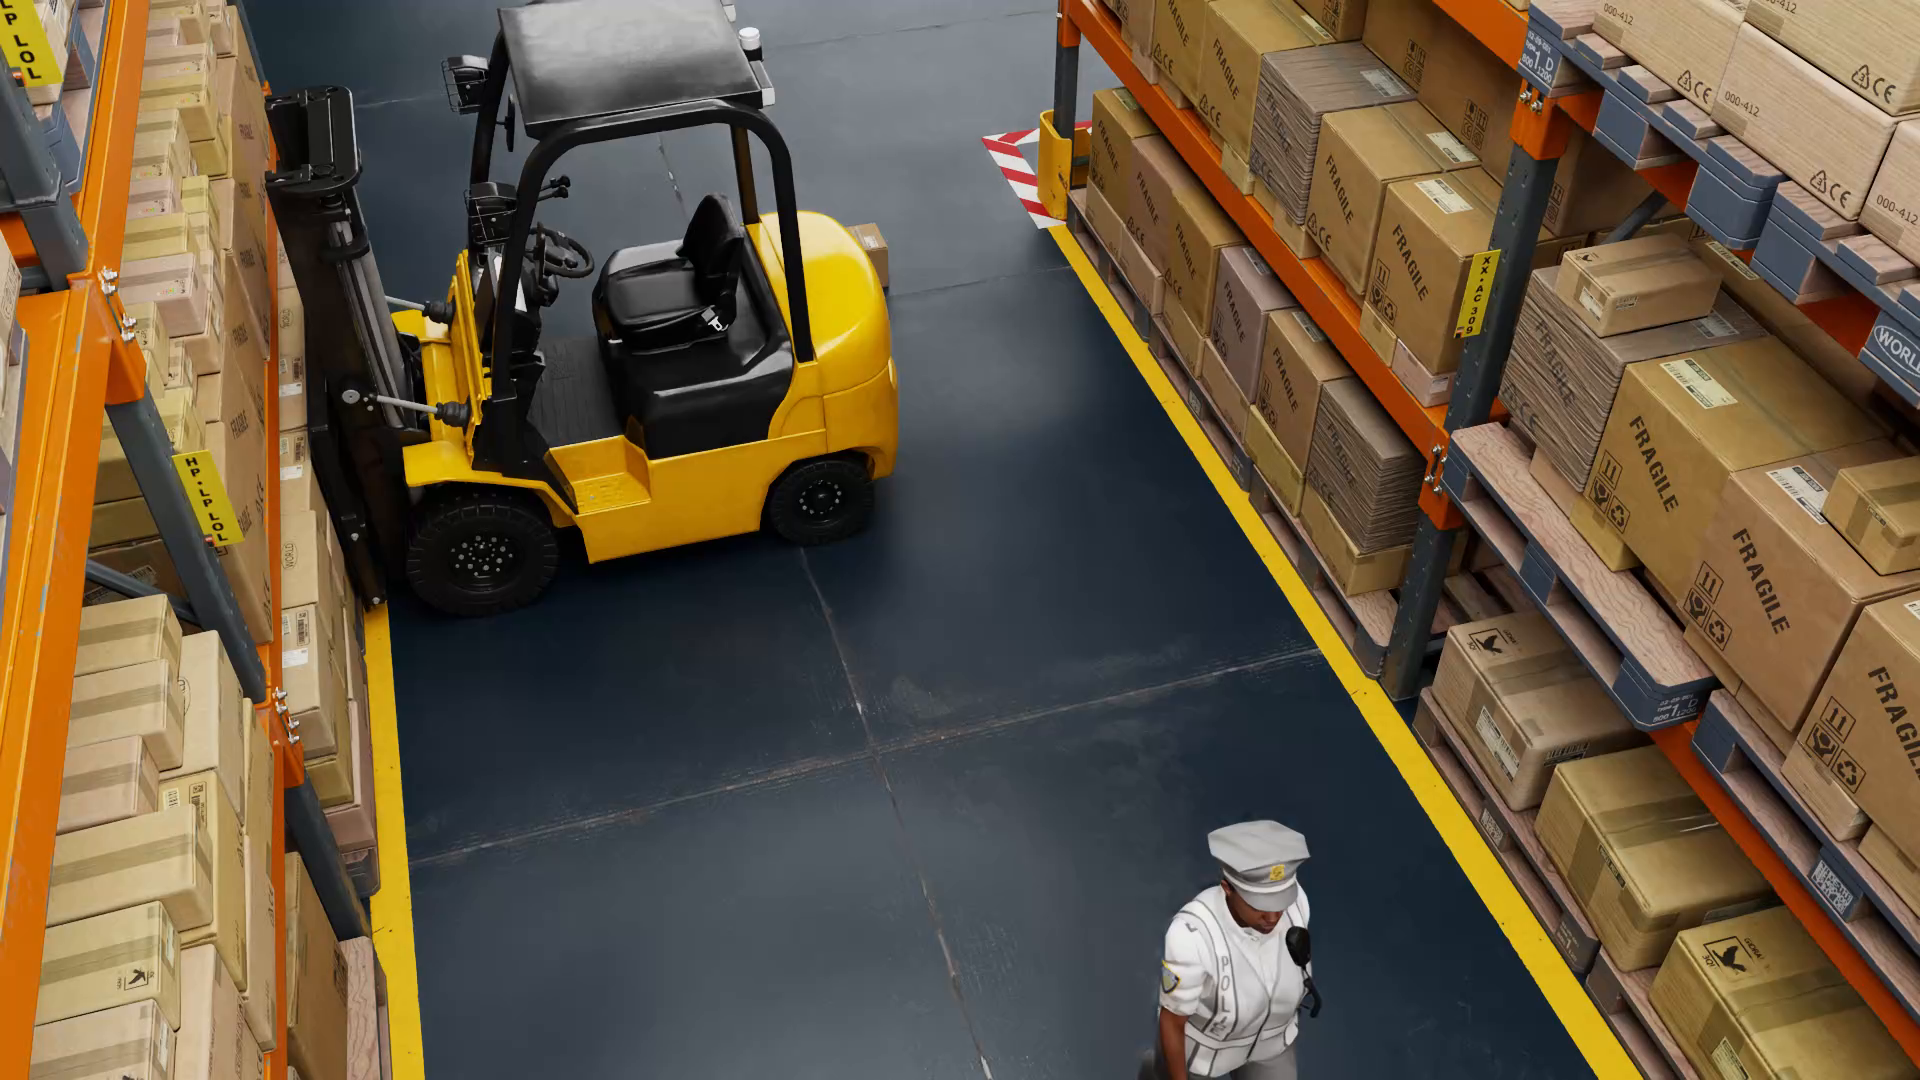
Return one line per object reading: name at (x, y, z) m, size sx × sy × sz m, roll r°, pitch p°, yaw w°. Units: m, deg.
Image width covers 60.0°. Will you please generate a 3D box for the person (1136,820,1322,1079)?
person at (0.770, 1.423, 4.578) m, size 0.484 × 1.675 × 0.862 m, roll -14°, pitch 44°, yaw -15°
